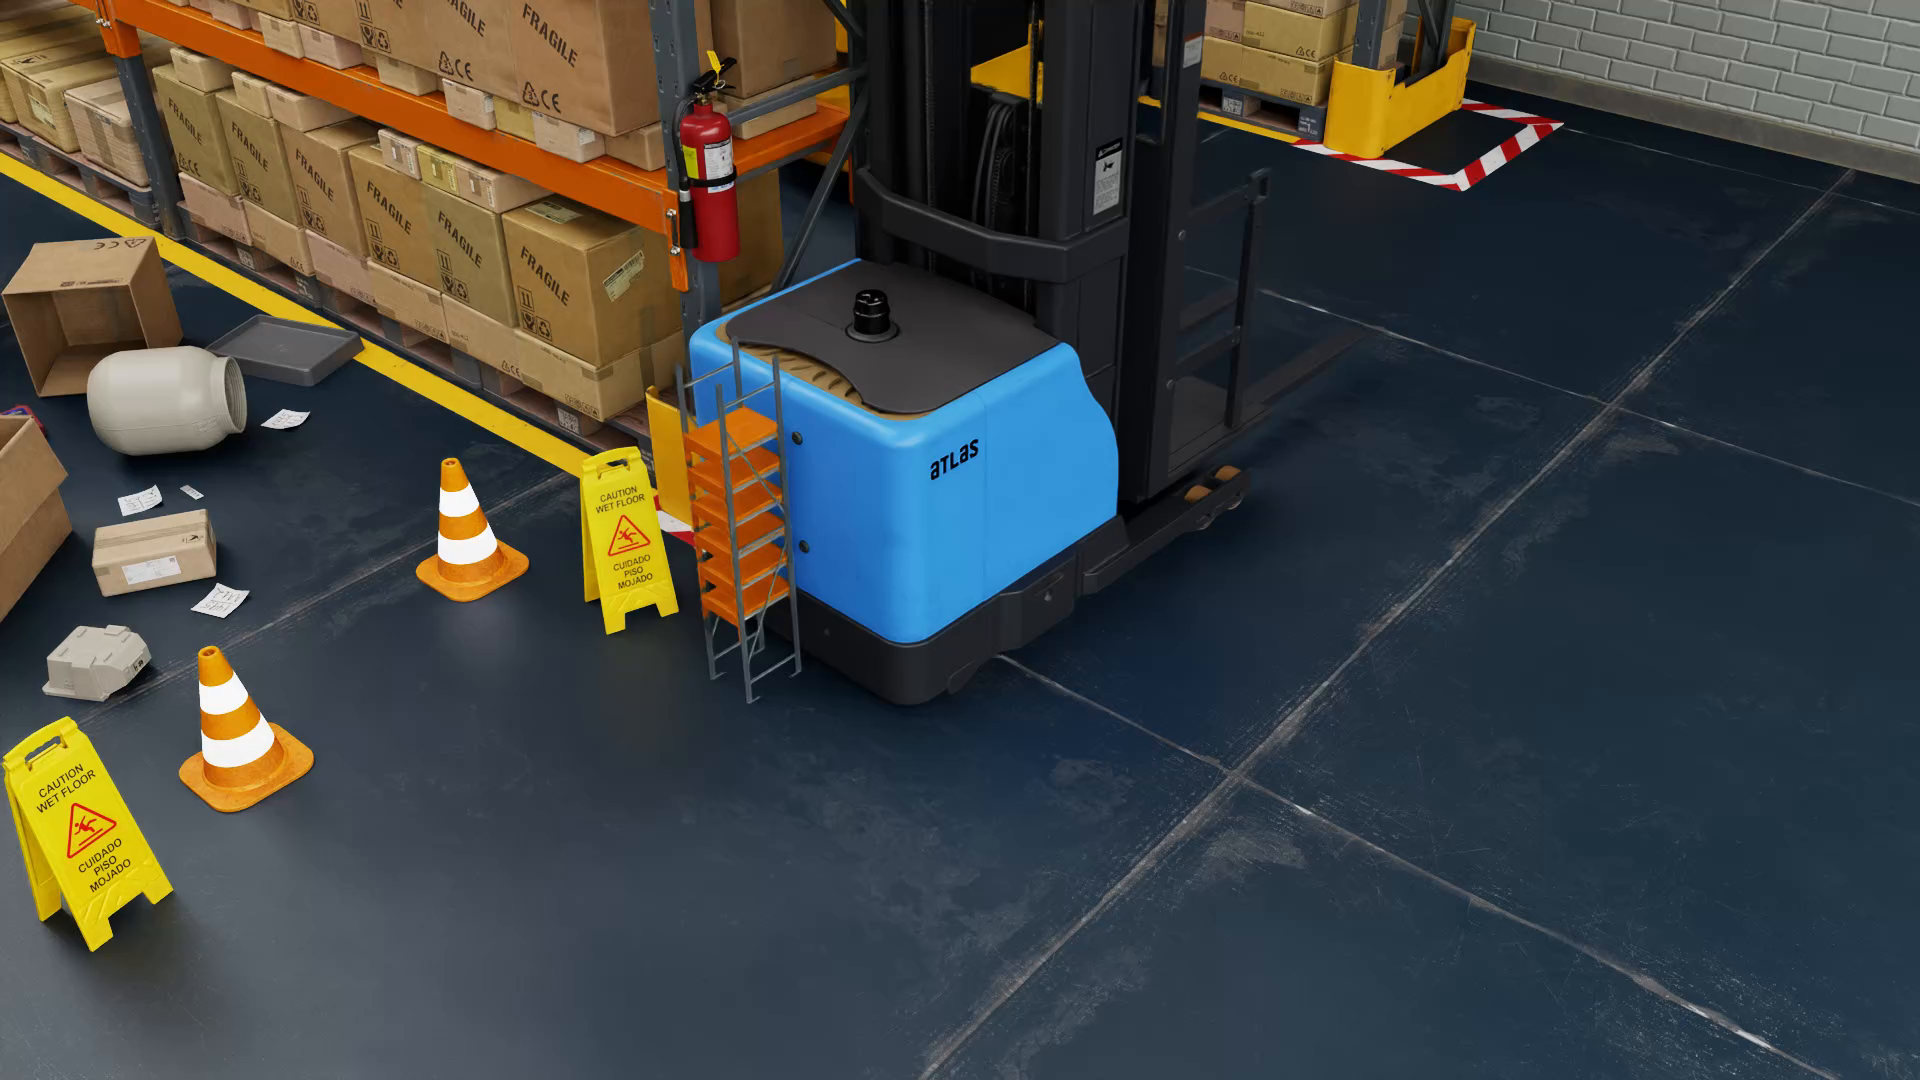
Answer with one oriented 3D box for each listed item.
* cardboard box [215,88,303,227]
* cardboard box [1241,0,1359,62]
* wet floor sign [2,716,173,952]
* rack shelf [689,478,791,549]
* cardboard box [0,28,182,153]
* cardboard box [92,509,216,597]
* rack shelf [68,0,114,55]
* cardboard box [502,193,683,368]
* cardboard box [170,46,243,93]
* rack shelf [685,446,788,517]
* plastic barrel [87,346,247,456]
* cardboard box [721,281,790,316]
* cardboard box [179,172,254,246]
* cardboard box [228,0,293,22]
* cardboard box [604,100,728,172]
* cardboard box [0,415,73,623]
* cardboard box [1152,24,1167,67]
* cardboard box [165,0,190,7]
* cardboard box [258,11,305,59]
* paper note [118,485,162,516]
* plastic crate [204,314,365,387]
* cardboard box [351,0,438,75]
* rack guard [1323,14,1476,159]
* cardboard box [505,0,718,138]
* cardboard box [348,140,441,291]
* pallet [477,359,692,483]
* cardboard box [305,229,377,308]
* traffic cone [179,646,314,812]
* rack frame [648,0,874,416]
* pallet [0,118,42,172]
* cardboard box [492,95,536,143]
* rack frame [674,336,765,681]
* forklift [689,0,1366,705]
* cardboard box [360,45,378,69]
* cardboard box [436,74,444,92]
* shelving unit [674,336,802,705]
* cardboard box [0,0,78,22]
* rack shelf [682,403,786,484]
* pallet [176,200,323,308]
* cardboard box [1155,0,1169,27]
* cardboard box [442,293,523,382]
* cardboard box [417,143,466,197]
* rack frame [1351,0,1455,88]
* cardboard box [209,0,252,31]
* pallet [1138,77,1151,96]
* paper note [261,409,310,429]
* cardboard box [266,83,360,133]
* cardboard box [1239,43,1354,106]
[{"bbox_3d":[-3.003,-1.813,7.635,0.500,0.500,0.500,27,43,34],"label":"cardboard box"},{"bbox_3d":[1.971,-2.982,9.559,0.500,0.250,0.500,25,41,31],"label":"cardboard box"},{"bbox_3d":[-2.429,0.775,4.552,0.232,0.644,0.267,18,38,24],"label":"wet floor sign"},{"bbox_3d":[-0.686,-0.099,5.200,0.180,0.103,0.258,28,43,34],"label":"rack shelf"},{"bbox_3d":[-4.662,-2.521,9.222,0.625,0.372,0.950,28,43,34],"label":"cardboard box"},{"bbox_3d":[-2.927,0.045,6.054,0.380,0.149,0.250,-12,36,-17],"label":"cardboard box"},{"bbox_3d":[-5.239,-3.412,9.204,4.000,0.370,1.077,25,42,32],"label":"rack shelf"},{"bbox_3d":[-1.411,-1.060,6.540,0.500,0.500,0.500,26,42,32],"label":"cardboard box"},{"bbox_3d":[-3.364,-2.197,7.622,0.250,0.149,0.380,26,42,32],"label":"cardboard box"},{"bbox_3d":[-0.687,-0.198,5.131,0.180,0.103,0.258,28,43,34],"label":"rack shelf"},{"bbox_3d":[-3.184,-0.562,6.695,0.512,0.421,0.421,-6,35,-8],"label":"plastic barrel"},{"bbox_3d":[-1.071,-0.987,7.096,0.500,0.250,0.500,25,42,31],"label":"cardboard box"},{"bbox_3d":[-3.422,-1.692,8.122,0.500,0.250,0.500,23,41,30],"label":"cardboard box"},{"bbox_3d":[-2.764,-2.508,6.901,0.500,0.500,0.500,25,42,31],"label":"cardboard box"},{"bbox_3d":[-1.052,-1.474,5.968,0.250,0.149,0.380,27,43,33],"label":"cardboard box"},{"bbox_3d":[-3.598,-0.041,5.865,0.637,0.503,0.797,0,34,0],"label":"cardboard box"},{"bbox_3d":[1.227,-3.138,10.227,0.500,0.250,0.500,26,42,32],"label":"cardboard box"},{"bbox_3d":[-3.438,-2.558,7.546,0.250,0.149,0.380,27,43,33],"label":"cardboard box"},{"bbox_3d":[-2.688,-2.159,6.966,0.250,0.149,0.380,25,42,32],"label":"cardboard box"},{"bbox_3d":[-3.185,-0.156,6.460,0.148,0.019,0.142,-18,38,-25],"label":"paper note"},{"bbox_3d":[-3.020,-0.855,7.424,0.583,0.080,0.402,12,36,16],"label":"plastic crate"},{"bbox_3d":[-1.986,-2.142,6.368,0.500,0.500,0.500,25,42,32],"label":"cardboard box"},{"bbox_3d":[2.563,-2.657,9.677,0.348,0.500,1.175,25,42,32],"label":"rack guard"},{"bbox_3d":[-1.222,-1.775,5.835,0.500,0.500,0.500,24,41,31],"label":"cardboard box"},{"bbox_3d":[-2.197,-1.434,7.084,0.500,0.500,0.500,24,41,31],"label":"cardboard box"},{"bbox_3d":[-1.288,-0.723,7.116,1.213,0.211,1.003,25,42,32],"label":"pallet"},{"bbox_3d":[-2.595,-1.313,7.570,0.500,0.250,0.500,25,41,31],"label":"cardboard box"},{"bbox_3d":[-2.233,0.522,5.081,0.334,0.463,0.336,25,42,32],"label":"traffic cone"},{"bbox_3d":[-0.628,-1.535,5.835,0.127,3.000,1.000,25,42,32],"label":"rack frame"},{"bbox_3d":[-5.243,-2.557,9.787,1.213,0.211,1.003,25,42,32],"label":"pallet"},{"bbox_3d":[-1.501,-1.619,6.180,0.250,0.149,0.380,24,41,31],"label":"cardboard box"},{"bbox_3d":[-0.753,-0.072,5.294,0.006,1.200,0.240,28,43,34],"label":"rack frame"},{"bbox_3d":[0.479,-1.423,5.733,1.130,2.935,3.031,28,43,34],"label":"forklift"},{"bbox_3d":[-2.215,-2.036,6.787,0.250,0.149,0.380,25,42,32],"label":"cardboard box"},{"bbox_3d":[-1.826,-1.853,6.521,0.250,0.149,0.380,26,42,32],"label":"cardboard box"},{"bbox_3d":[-0.686,-0.037,5.243,0.189,1.200,0.258,28,43,34],"label":"shelving unit"},{"bbox_3d":[-5.776,-3.050,9.991,0.625,0.372,0.950,24,41,31],"label":"cardboard box"},{"bbox_3d":[-0.687,-0.296,5.063,0.180,0.103,0.258,28,43,34],"label":"rack shelf"},{"bbox_3d":[-3.163,-1.606,8.403,1.213,0.211,1.003,25,42,32],"label":"pallet"},{"bbox_3d":[1.182,-3.346,10.089,0.500,0.250,0.500,24,41,31],"label":"cardboard box"},{"bbox_3d":[-1.815,-0.941,7.029,0.500,0.250,0.500,25,42,32],"label":"cardboard box"},{"bbox_3d":[-1.927,-1.524,6.642,0.250,0.149,0.380,26,42,33],"label":"cardboard box"},{"bbox_3d":[2.545,-3.696,8.982,0.127,3.000,1.000,25,42,32],"label":"rack frame"},{"bbox_3d":[-3.047,-2.370,7.273,0.250,0.149,0.380,27,43,33],"label":"cardboard box"},{"bbox_3d":[0.997,-3.247,10.792,1.213,0.211,1.003,25,42,32],"label":"pallet"},{"bbox_3d":[-2.822,-0.509,6.965,0.148,0.019,0.142,12,36,16],"label":"paper note"},{"bbox_3d":[-2.759,-1.916,7.212,0.250,0.149,0.380,28,43,34],"label":"cardboard box"},{"bbox_3d":[1.982,-2.768,9.689,0.500,0.250,0.500,26,42,32],"label":"cardboard box"}]
